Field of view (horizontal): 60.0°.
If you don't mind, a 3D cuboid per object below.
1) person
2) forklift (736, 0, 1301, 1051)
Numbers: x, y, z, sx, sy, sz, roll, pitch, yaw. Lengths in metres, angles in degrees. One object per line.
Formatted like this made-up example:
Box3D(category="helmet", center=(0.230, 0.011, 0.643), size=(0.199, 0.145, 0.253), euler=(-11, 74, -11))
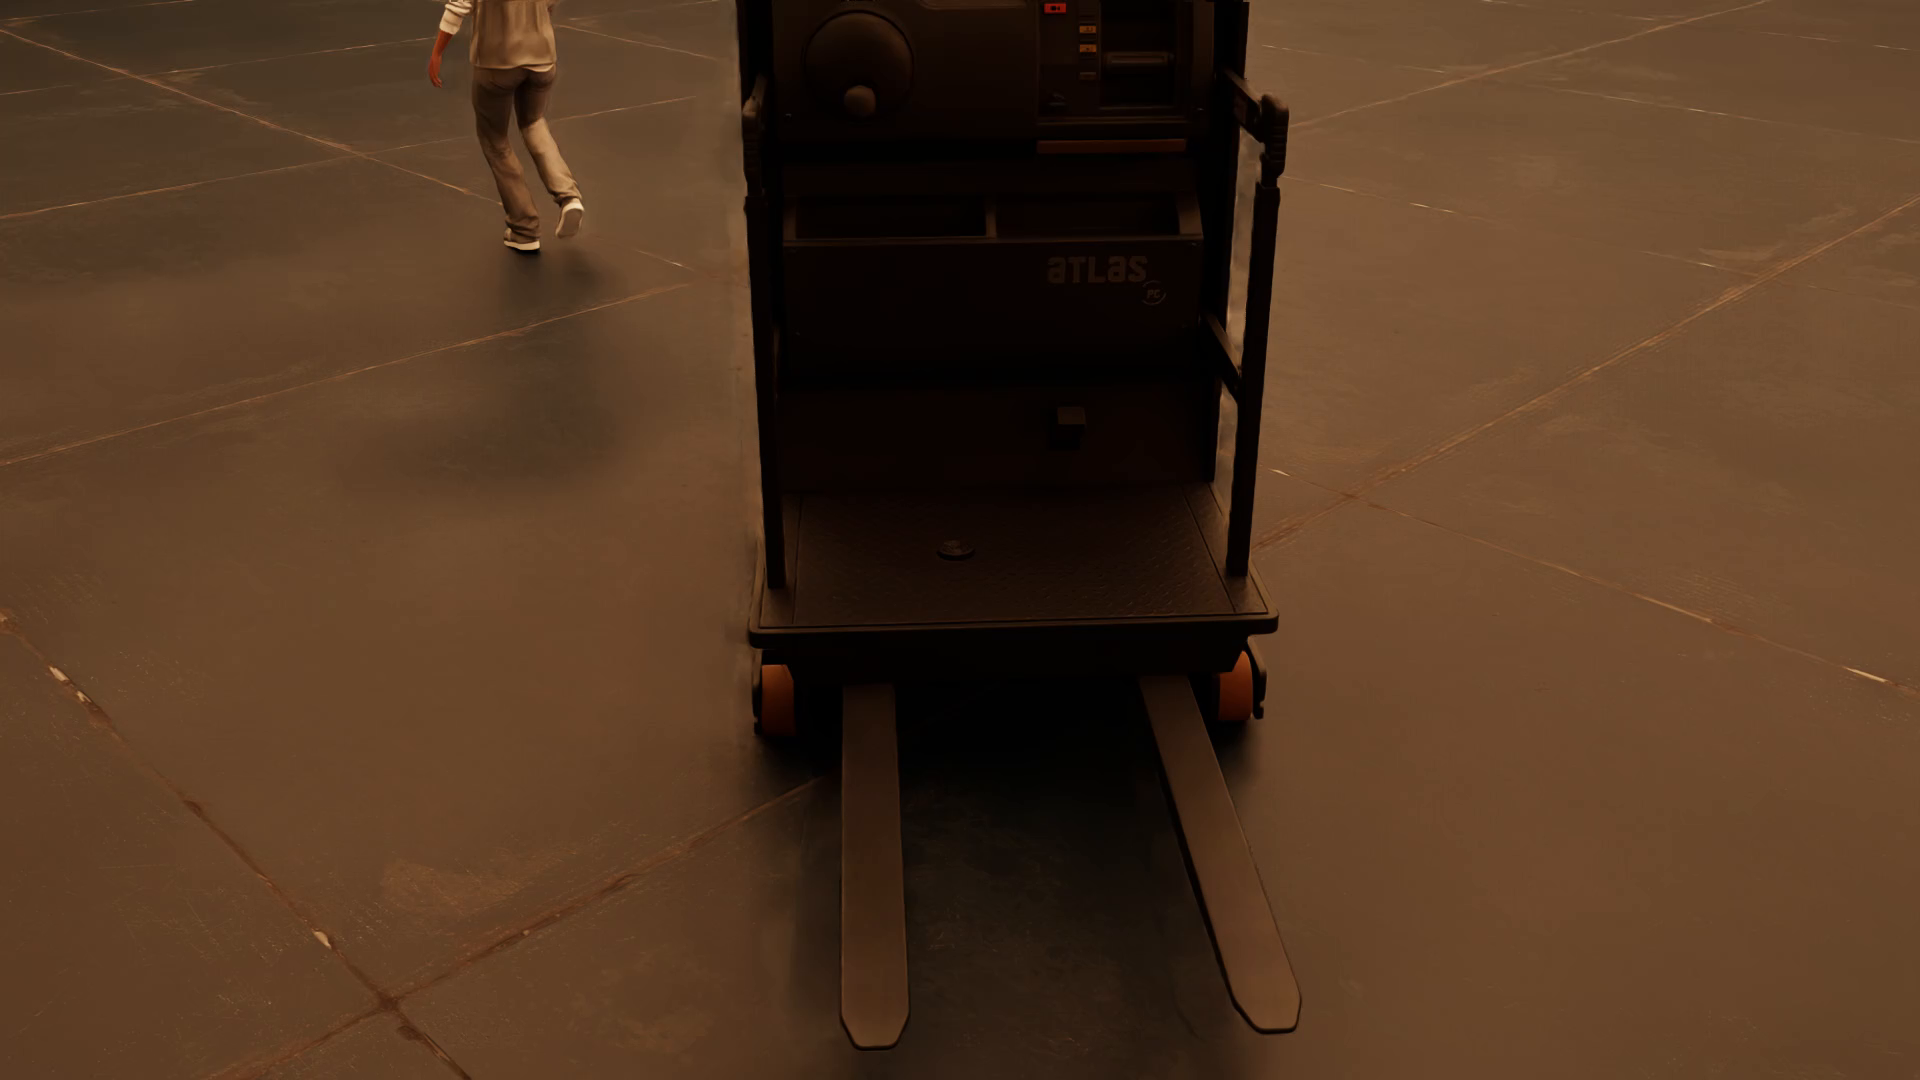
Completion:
Box3D(category="person", center=(-1.855, -1.930, 6.717), size=(0.649, 1.559, 0.418), euler=(-21, 33, -37))
Box3D(category="forklift", center=(0.086, -1.030, 3.313), size=(1.130, 2.935, 3.031), euler=(-2, 26, -3))
